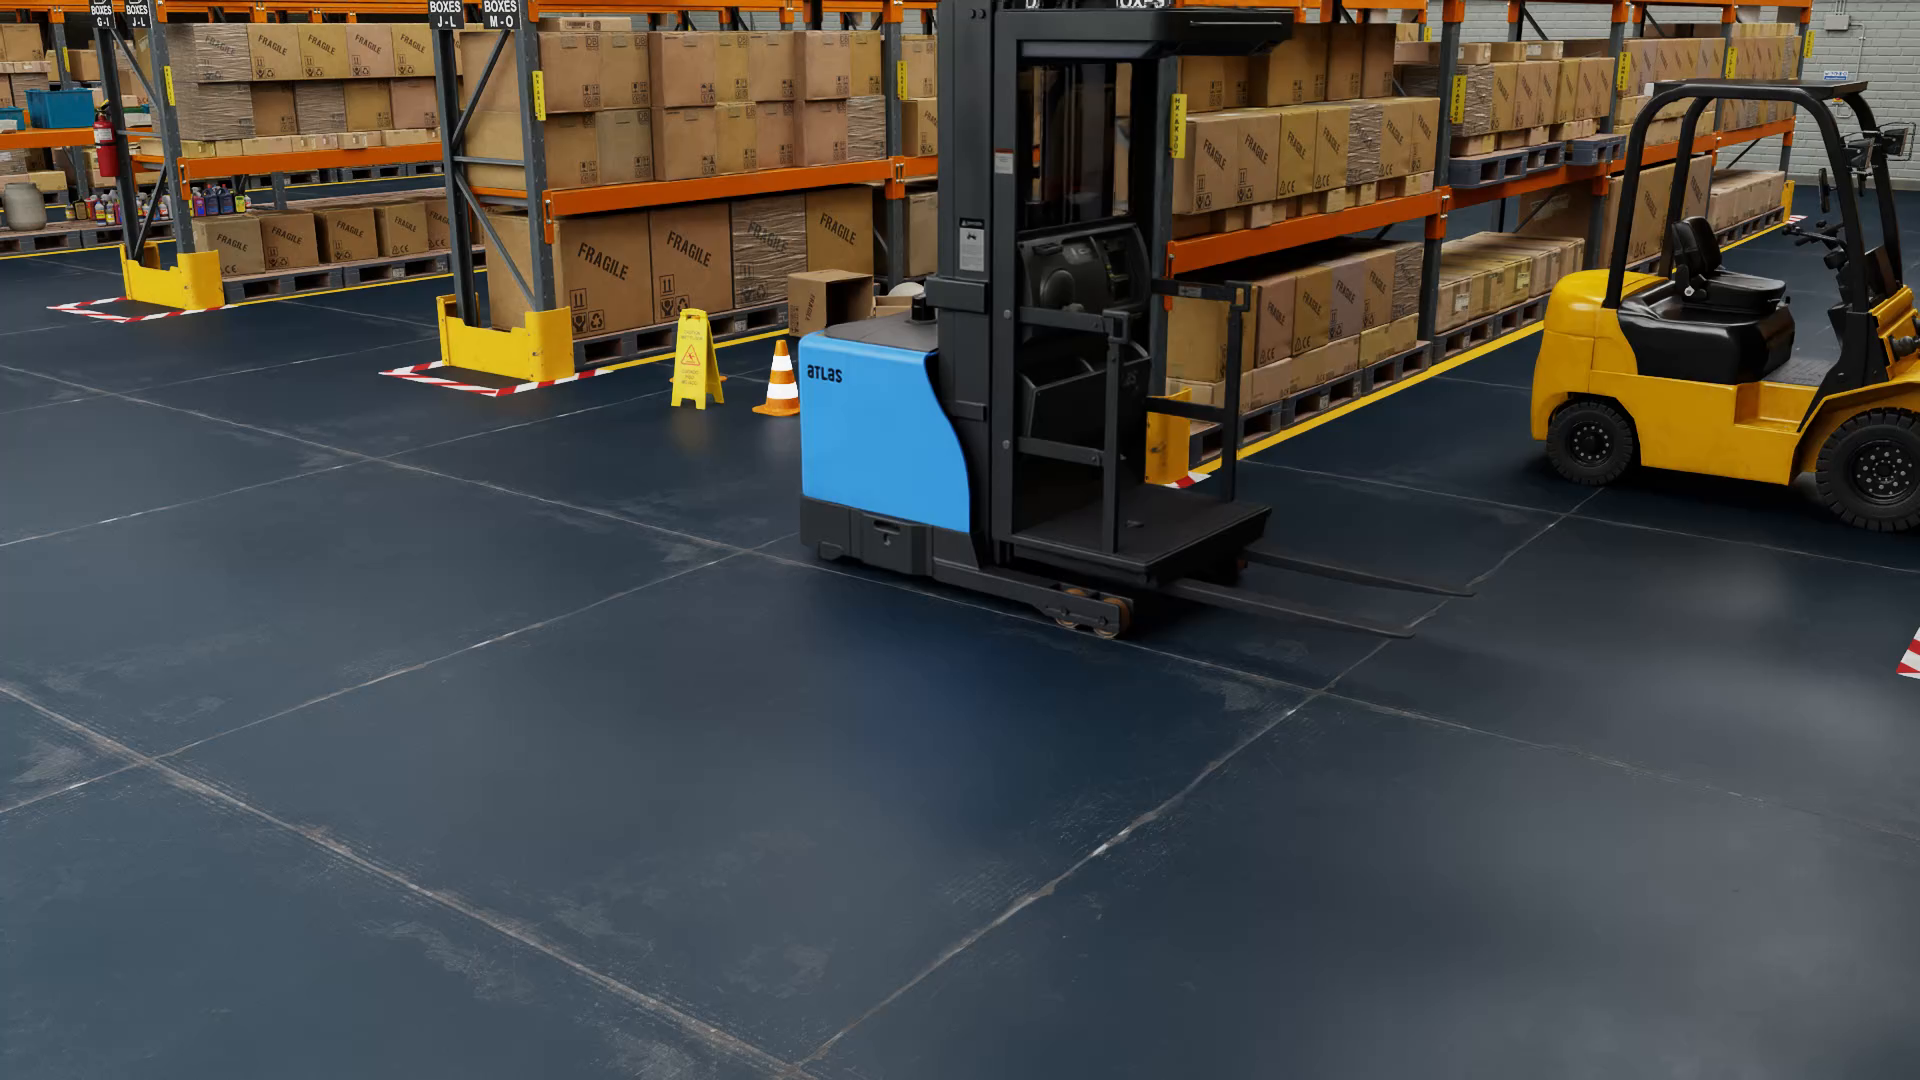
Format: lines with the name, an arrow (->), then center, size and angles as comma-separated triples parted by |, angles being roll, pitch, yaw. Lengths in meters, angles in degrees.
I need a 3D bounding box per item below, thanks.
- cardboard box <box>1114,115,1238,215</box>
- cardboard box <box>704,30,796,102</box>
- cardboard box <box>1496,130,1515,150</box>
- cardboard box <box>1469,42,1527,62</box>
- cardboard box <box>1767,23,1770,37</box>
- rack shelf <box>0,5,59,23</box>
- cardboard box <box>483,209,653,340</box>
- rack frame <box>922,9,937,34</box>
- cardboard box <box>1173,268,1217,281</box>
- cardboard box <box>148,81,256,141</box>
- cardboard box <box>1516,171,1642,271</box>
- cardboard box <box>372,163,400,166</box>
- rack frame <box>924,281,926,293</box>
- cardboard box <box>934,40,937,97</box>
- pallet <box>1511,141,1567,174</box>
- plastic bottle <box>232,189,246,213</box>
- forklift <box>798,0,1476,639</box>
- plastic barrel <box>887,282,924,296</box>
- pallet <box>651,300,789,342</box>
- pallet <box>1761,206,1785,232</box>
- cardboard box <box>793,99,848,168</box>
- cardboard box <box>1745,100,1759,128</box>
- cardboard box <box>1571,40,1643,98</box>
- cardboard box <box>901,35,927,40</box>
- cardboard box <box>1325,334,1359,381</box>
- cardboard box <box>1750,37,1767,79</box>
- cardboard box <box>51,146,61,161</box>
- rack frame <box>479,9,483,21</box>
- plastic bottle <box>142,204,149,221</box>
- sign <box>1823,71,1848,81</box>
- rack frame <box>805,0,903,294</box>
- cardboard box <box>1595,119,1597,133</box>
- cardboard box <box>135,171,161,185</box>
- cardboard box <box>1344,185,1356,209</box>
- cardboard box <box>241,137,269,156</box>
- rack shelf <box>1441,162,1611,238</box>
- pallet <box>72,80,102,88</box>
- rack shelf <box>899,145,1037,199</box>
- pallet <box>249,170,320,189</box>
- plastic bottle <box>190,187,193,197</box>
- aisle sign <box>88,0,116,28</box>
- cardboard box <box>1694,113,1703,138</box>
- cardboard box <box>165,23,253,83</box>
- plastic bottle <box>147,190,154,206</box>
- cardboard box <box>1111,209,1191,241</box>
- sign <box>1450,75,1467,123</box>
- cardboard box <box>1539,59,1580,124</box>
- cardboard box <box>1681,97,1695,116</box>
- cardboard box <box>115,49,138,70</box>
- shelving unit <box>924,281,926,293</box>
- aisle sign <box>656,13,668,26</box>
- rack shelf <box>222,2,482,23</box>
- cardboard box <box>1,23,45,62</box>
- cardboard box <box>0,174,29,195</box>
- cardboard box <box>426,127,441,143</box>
cardboard box -> 1.207, -2.104, 9.291 | 0.500, 0.500, 0.500 | 12, 21, 34
cardboard box -> -1.864, -3.903, 13.682 | 0.875, 0.550, 0.550 | 12, 21, 35
cardboard box -> 4.118, -3.152, 13.052 | 0.380, 0.149, 0.250 | 13, 21, 36
cardboard box -> 4.214, -3.830, 13.046 | 0.380, 0.149, 0.250 | 14, 22, 38
cardboard box -> 9.294, -6.003, 19.567 | 0.380, 0.149, 0.250 | 13, 22, 36
rack shelf -> -14.019, -6.918, 21.619 | 1.077, 0.370, 4.000 | 12, 21, 35
cardboard box -> -2.983, -2.060, 12.694 | 0.875, 0.875, 0.875 | 13, 21, 35
rack frame -> -0.107, -6.460, 23.987 | 1.000, 3.000, 0.127 | 12, 21, 35
cardboard box -> 1.278, -1.458, 10.544 | 0.500, 0.500, 0.500 | 13, 22, 37
cardboard box -> -6.907, -3.917, 15.131 | 0.875, 0.500, 0.500 | 12, 21, 35
cardboard box -> 5.947, -3.091, 16.016 | 0.875, 0.875, 0.875 | 12, 21, 34
cardboard box -> -9.636, -6.458, 27.456 | 0.500, 0.500, 0.500 | 12, 21, 33
rack frame -> -0.070, -0.722, 8.543 | 0.240, 1.200, 0.006 | 7, 19, 22
cardboard box -> -0.354, -4.421, 15.568 | 0.700, 0.500, 0.500 | 12, 21, 34
pallet -> 4.322, -3.185, 13.767 | 1.003, 0.211, 1.213 | 12, 21, 35
plastic bottle -> -8.873, -4.169, 20.451 | 0.061, 0.283, 0.133 | 14, 22, 37
forklift -> 0.711, -1.169, 7.067 | 3.031, 2.935, 1.130 | 13, 21, 36
plastic barrel -> -0.394, -1.882, 13.591 | 0.421, 0.421, 0.512 | -4, 18, -13
pallet -> -2.193, -1.863, 13.887 | 1.003, 0.211, 1.213 | 12, 21, 35
pallet -> 9.822, -4.125, 21.172 | 1.003, 0.211, 1.213 | 12, 21, 35
cardboard box -> -1.470, -3.500, 14.205 | 0.875, 0.550, 0.550 | 12, 21, 35
cardboard box -> 8.946, -5.058, 19.306 | 0.500, 0.500, 0.500 | 13, 21, 35
cardboard box -> 5.959, -4.355, 15.356 | 0.500, 0.500, 0.500 | 12, 21, 33
cardboard box -> -0.899, -6.671, 22.809 | 0.797, 0.503, 0.637 | 13, 21, 35
cardboard box -> 2.333, -1.253, 11.150 | 0.500, 0.250, 0.500 | 13, 21, 36
cardboard box -> 8.950, -5.544, 19.183 | 0.500, 0.500, 0.500 | 13, 21, 36
cardboard box -> -15.485, -6.743, 28.373 | 0.700, 0.500, 0.500 | 12, 21, 34
rack frame -> -6.468, -6.382, 23.738 | 1.000, 3.000, 0.127 | 12, 21, 35
plastic bottle -> -9.581, -3.856, 19.580 | 0.097, 0.201, 0.097 | 0, 17, 0
sign -> 13.574, -7.161, 25.788 | 0.327, 0.218, 0.001 | 12, 21, 35
rack frame -> -0.950, -3.654, 14.952 | 1.000, 3.000, 0.127 | 12, 21, 35
cardboard box -> 5.462, -3.717, 14.870 | 0.380, 0.149, 0.250 | 13, 22, 37
cardboard box -> -12.082, -5.367, 24.396 | 0.500, 0.250, 0.500 | 13, 22, 36
cardboard box -> 2.359, -2.254, 10.869 | 0.380, 0.149, 0.250 | 12, 21, 34
cardboard box -> -6.570, -3.620, 15.268 | 0.380, 0.149, 0.250 | 12, 21, 35
rack shelf -> 4.277, -2.936, 13.853 | 1.077, 0.370, 4.000 | 12, 21, 35
pallet -> -14.764, -7.853, 28.796 | 1.213, 0.211, 1.003 | 12, 21, 35
rack shelf -> 0.241, -3.787, 16.592 | 1.077, 0.370, 4.000 | 12, 21, 35
pallet -> -10.966, -5.737, 26.364 | 1.003, 0.211, 1.213 | 12, 21, 35
plastic bottle -> -9.550, -4.230, 20.532 | 0.144, 0.351, 0.185 | 12, 21, 35
aisle sign -> -7.535, -4.881, 14.521 | 0.394, 0.787, 0.004 | 12, 21, 35
cardboard box -> 7.483, -4.364, 17.493 | 0.500, 0.250, 0.500 | 12, 21, 34
cardboard box -> -6.710, -4.352, 14.843 | 0.500, 0.500, 0.500 | 12, 21, 35
plastic bottle -> -9.910, -4.146, 20.377 | 0.061, 0.283, 0.133 | 14, 22, 37
cardboard box -> 1.070, -1.775, 9.324 | 0.380, 0.149, 0.250 | 13, 21, 35
sign -> 3.525, -3.122, 11.781 | 0.100, 0.325, 0.005 | 12, 21, 35
cardboard box -> 4.822, -3.743, 13.862 | 0.500, 0.500, 0.500 | 11, 20, 31
cardboard box -> 7.189, -4.483, 17.031 | 0.500, 0.250, 0.500 | 13, 22, 36
cardboard box -> -14.696, -8.277, 28.929 | 0.700, 0.500, 0.500 | 10, 20, 28
shelving unit -> -0.034, -0.746, 8.623 | 0.258, 1.200, 0.189 | 7, 19, 22
aisle sign -> -5.872, -10.473, 32.529 | 0.394, 0.787, 0.004 | 12, 21, 35
rack shelf -> -7.660, -6.995, 21.866 | 1.077, 0.370, 4.000 | 12, 21, 35
cardboard box -> -13.087, -6.866, 22.940 | 0.700, 0.500, 0.500 | 13, 21, 35
cardboard box -> -13.234, -4.927, 22.979 | 0.500, 0.250, 0.500 | 12, 21, 35
cardboard box -> -5.434, -4.109, 16.841 | 0.380, 0.149, 0.250 | 12, 21, 35
